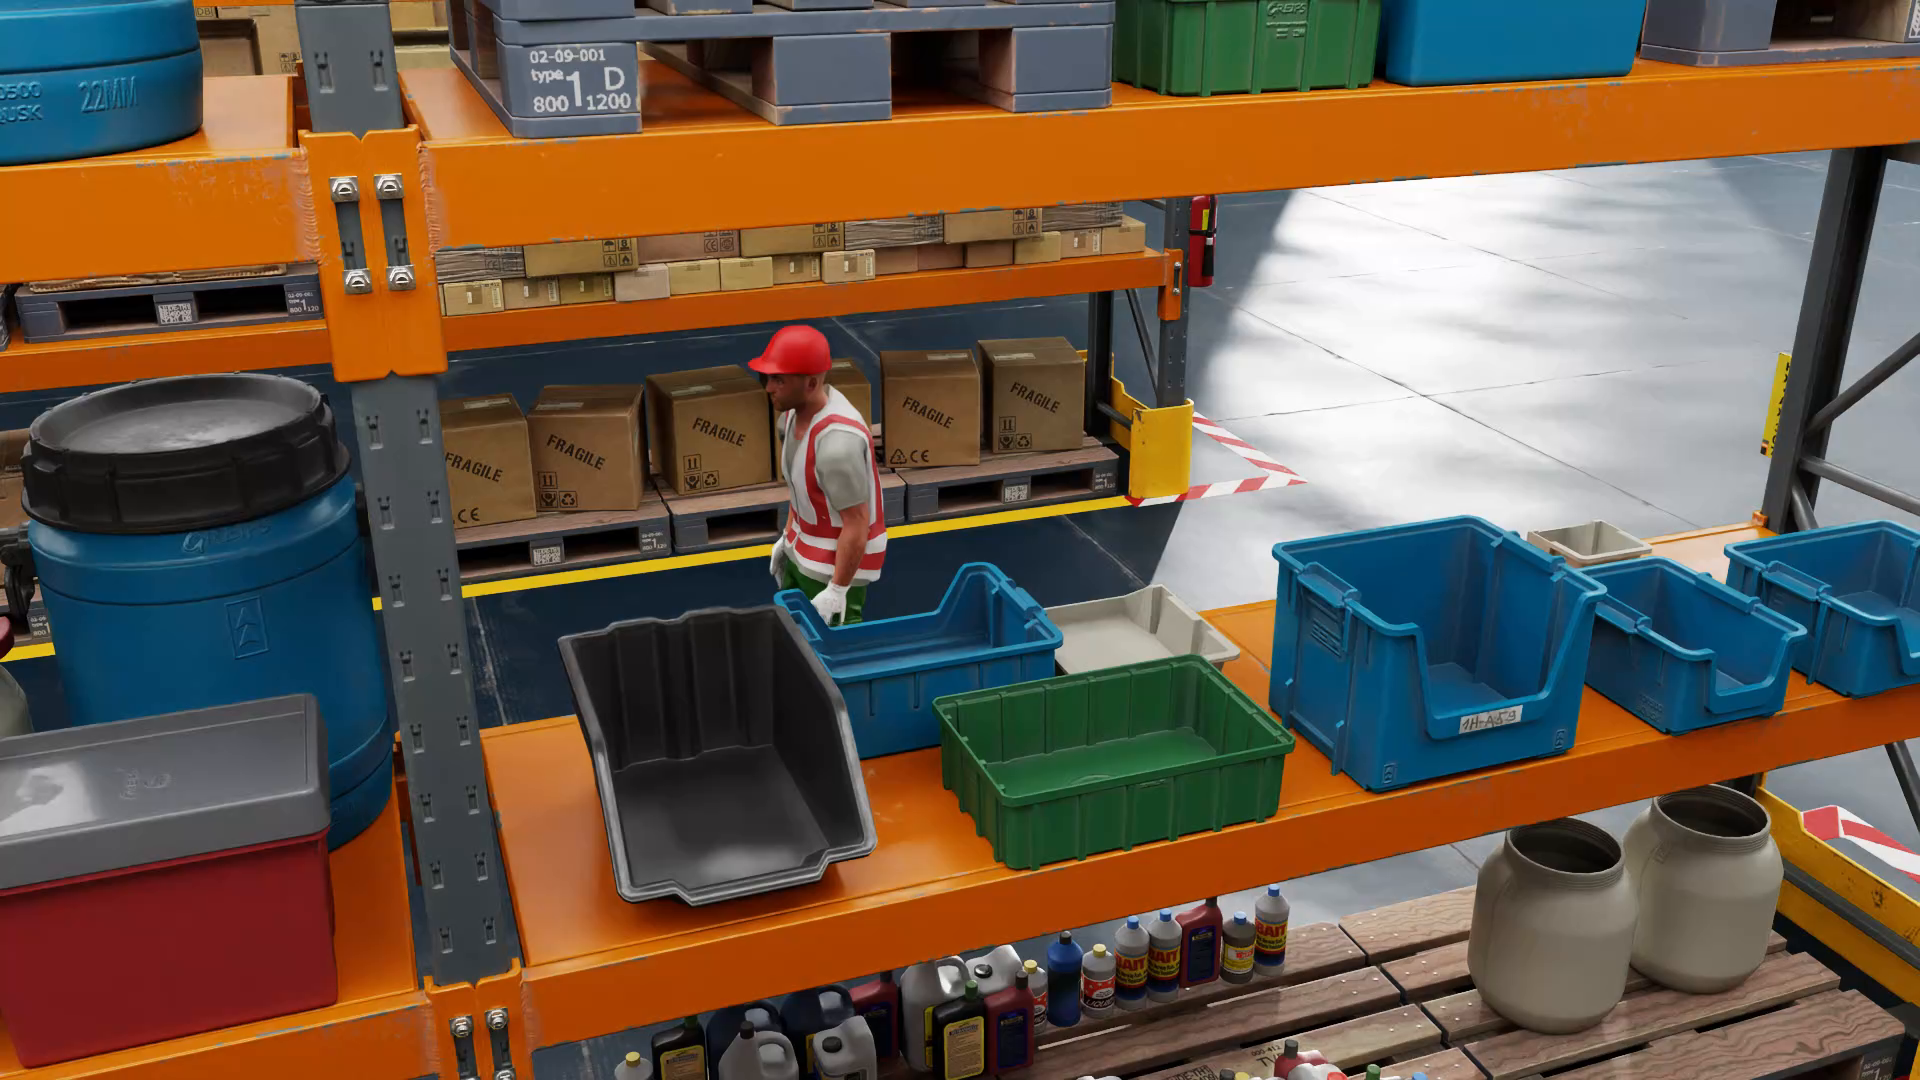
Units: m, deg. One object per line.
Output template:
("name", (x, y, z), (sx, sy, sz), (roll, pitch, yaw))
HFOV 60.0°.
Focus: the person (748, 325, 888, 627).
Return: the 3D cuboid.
("person", (-0.495, 0.108, 5.808), (0.441, 1.780, 0.579), (-9, 24, -21))
